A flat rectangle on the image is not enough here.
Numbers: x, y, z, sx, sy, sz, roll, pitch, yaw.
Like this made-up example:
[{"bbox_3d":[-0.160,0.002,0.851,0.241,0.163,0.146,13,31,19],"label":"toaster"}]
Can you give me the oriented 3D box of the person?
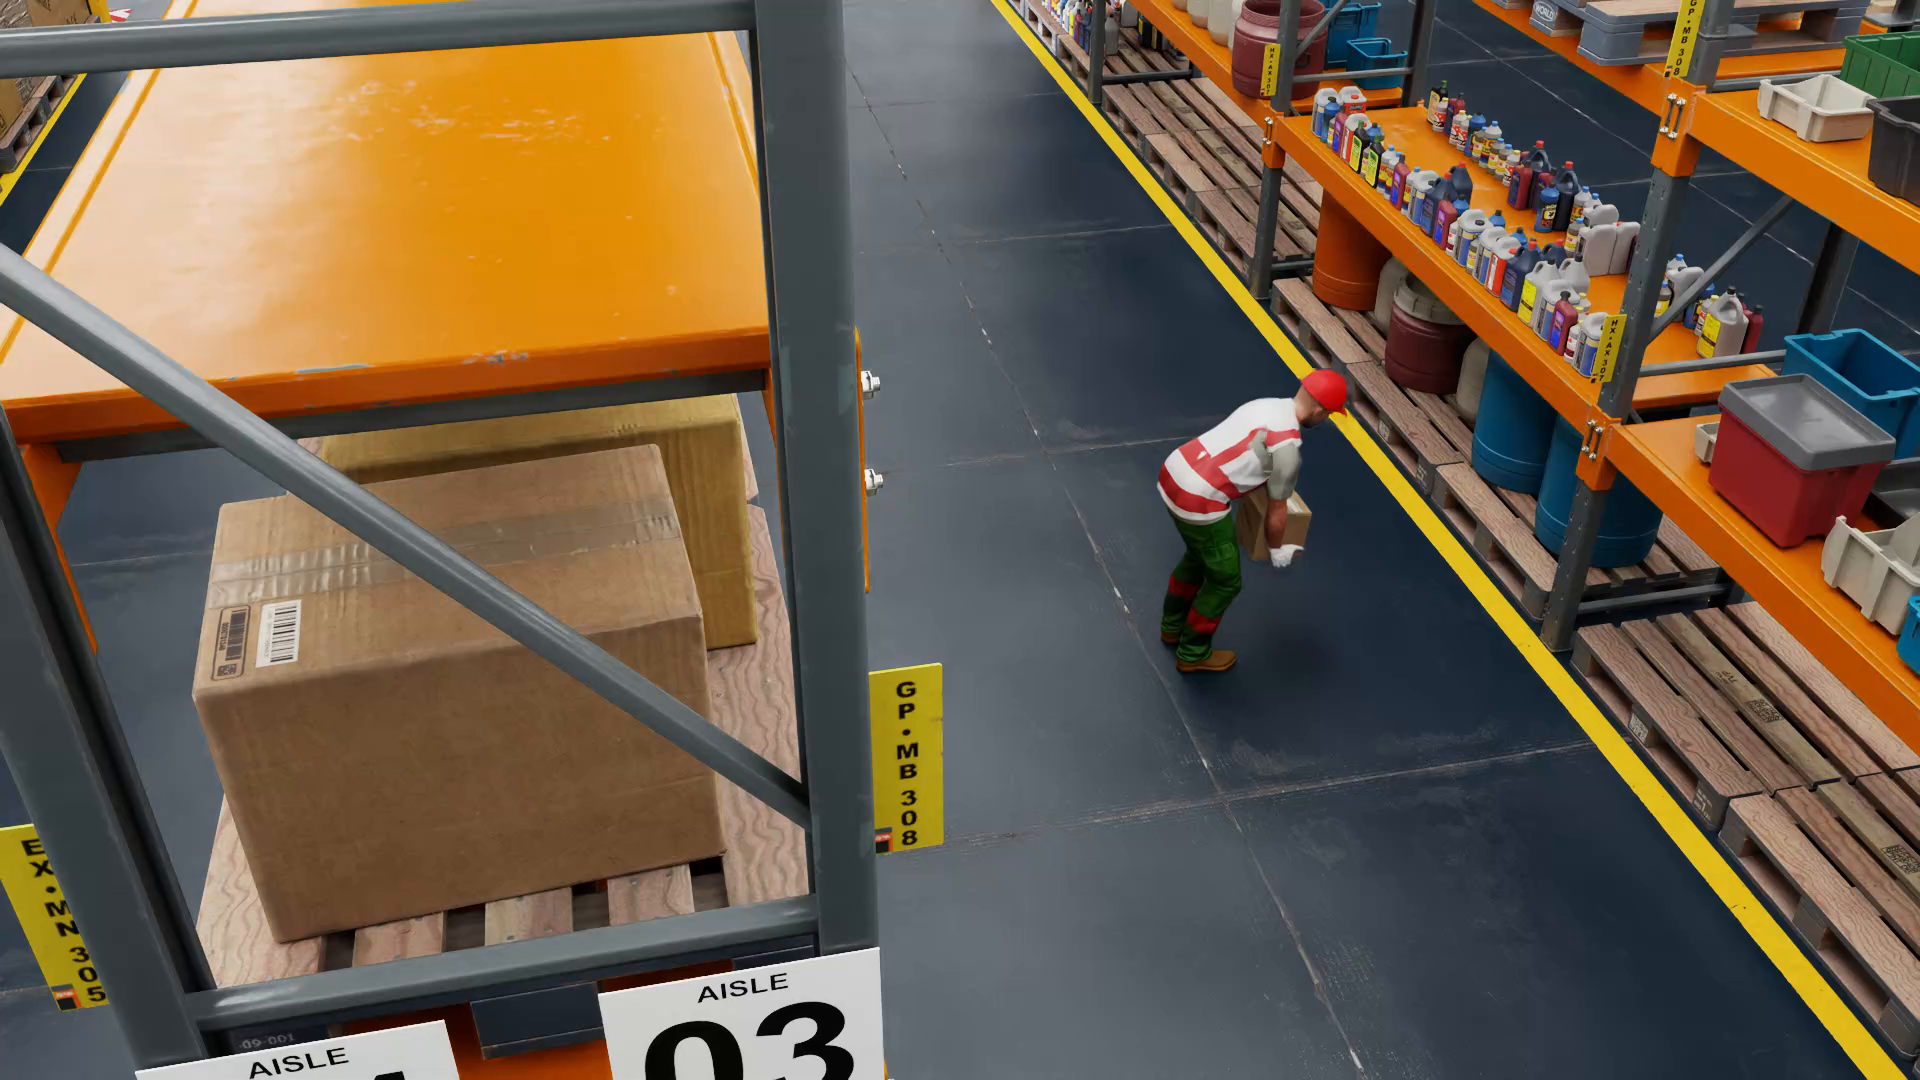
[{"bbox_3d":[1.342,-0.099,7.763,0.856,1.472,0.484,-8,35,-12],"label":"person"}]
